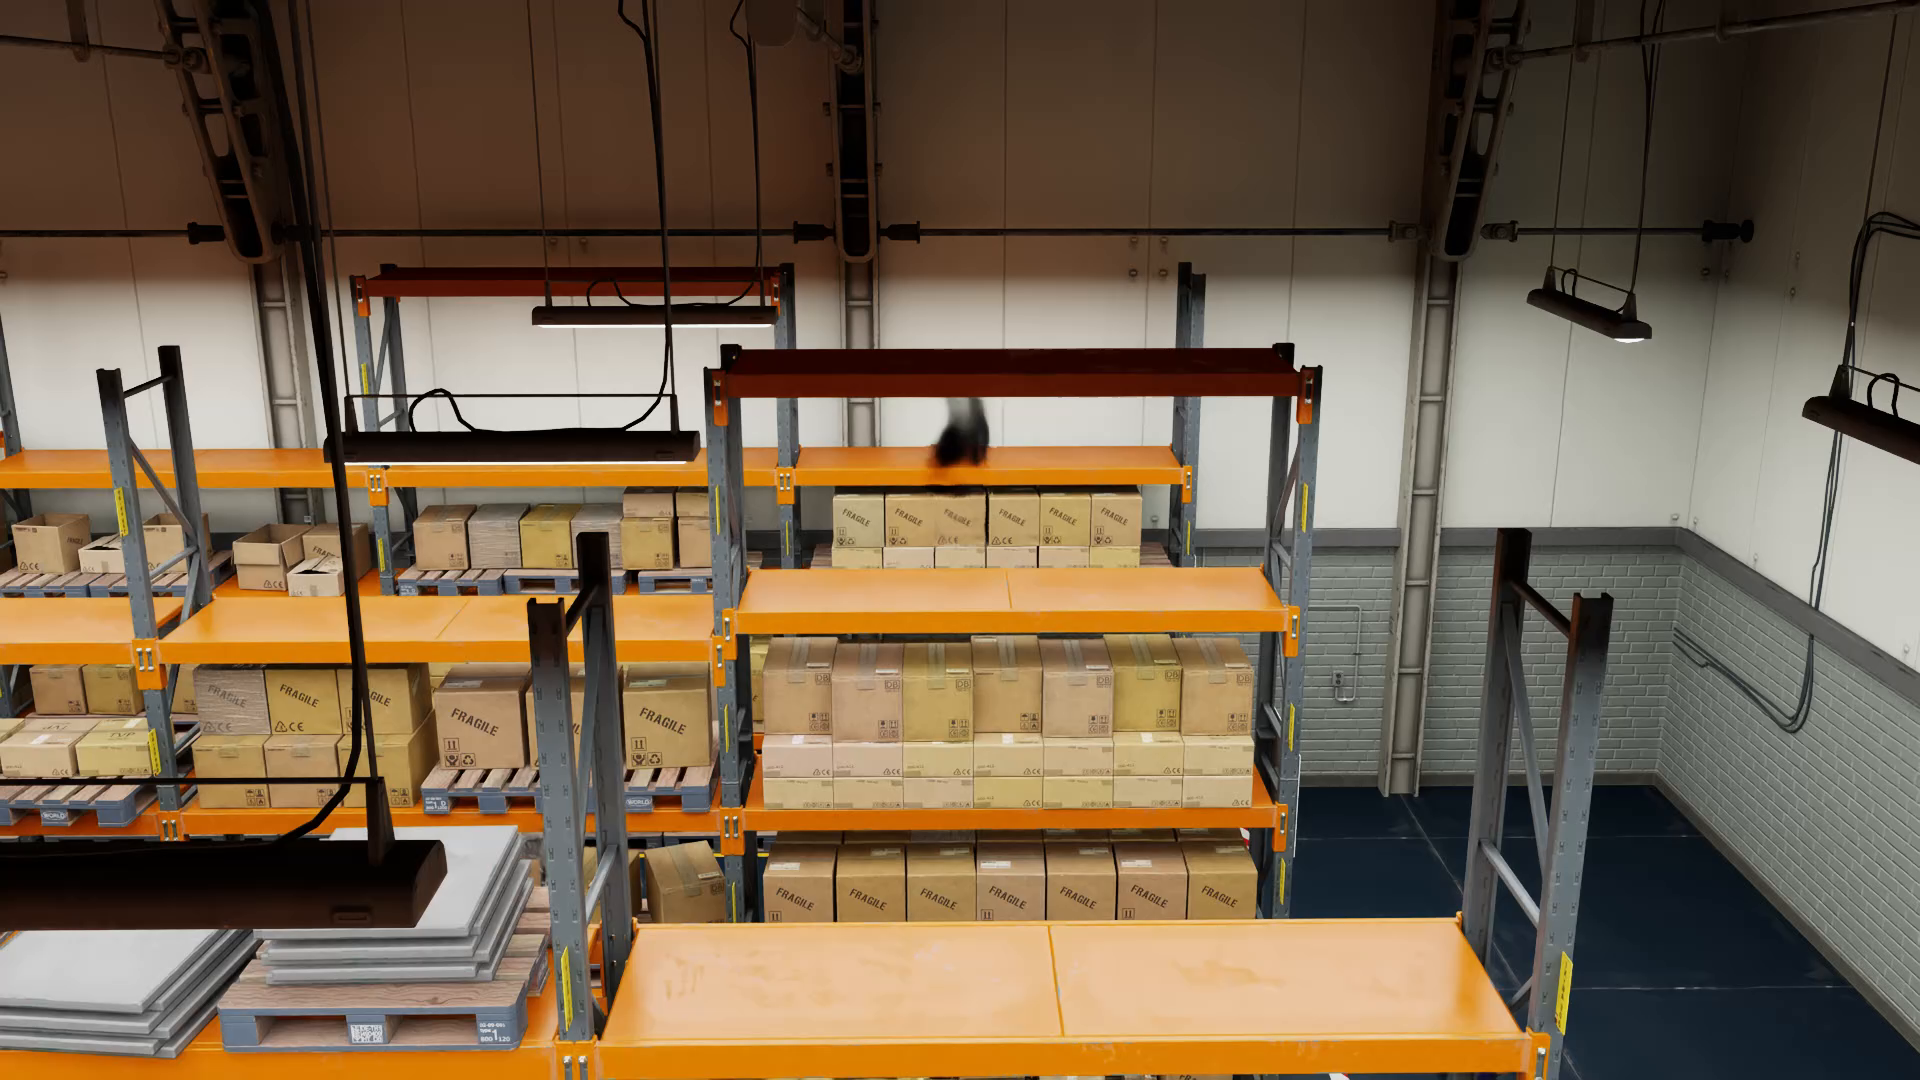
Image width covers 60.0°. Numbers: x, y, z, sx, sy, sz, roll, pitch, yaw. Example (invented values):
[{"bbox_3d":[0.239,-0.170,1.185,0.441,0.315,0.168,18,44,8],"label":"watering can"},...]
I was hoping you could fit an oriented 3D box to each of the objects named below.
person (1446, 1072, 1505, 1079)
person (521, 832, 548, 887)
[{"bbox_3d":[3.747,3.950,12.338,0.848,1.484,0.646,-6,17,-21],"label":"person"},{"bbox_3d":[-3.997,2.765,15.852,0.834,1.751,0.717,4,17,14],"label":"person"}]
